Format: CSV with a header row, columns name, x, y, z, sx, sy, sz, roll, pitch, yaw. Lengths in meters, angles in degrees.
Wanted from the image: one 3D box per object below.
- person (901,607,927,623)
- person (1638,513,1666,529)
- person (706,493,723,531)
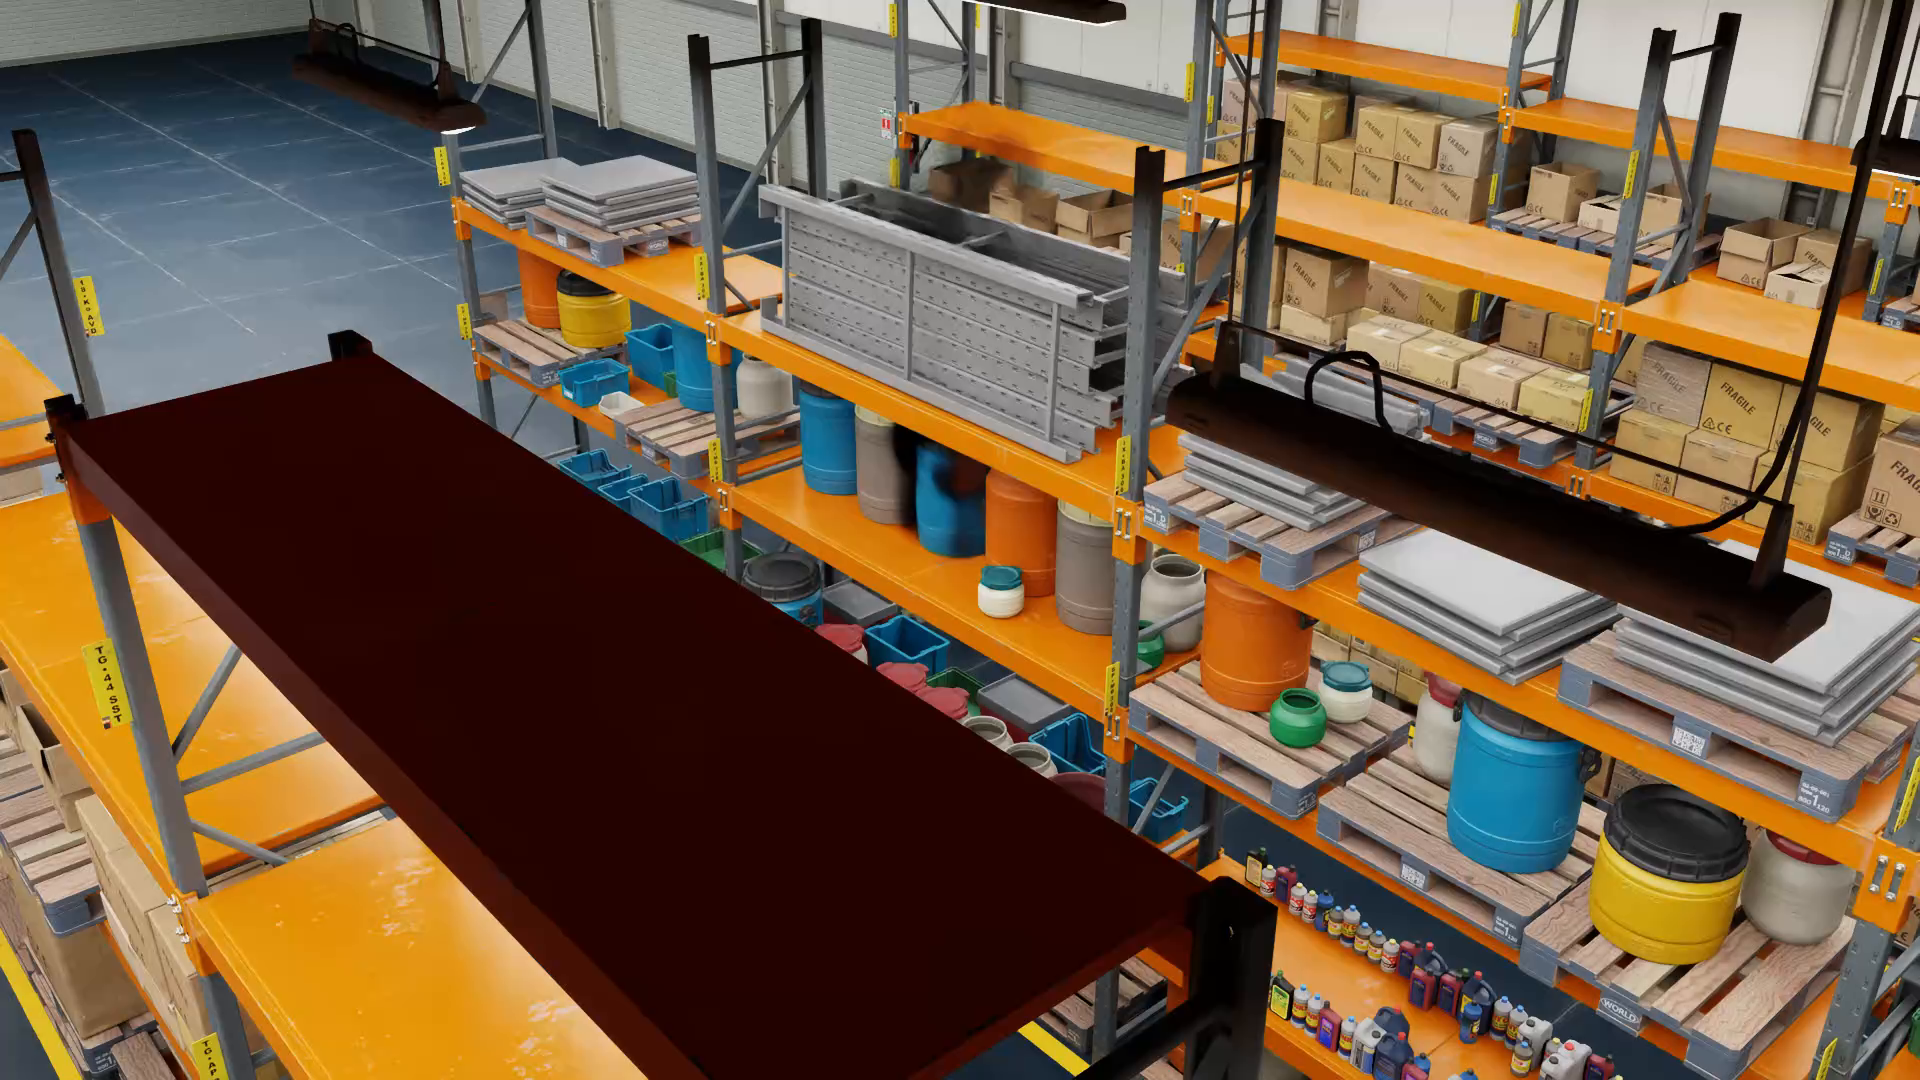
name,x,y,z,sx,sy,sz,roll,pitch,yaw
person,-0.315,0.045,15.569,0.705,1.772,0.775,-24,35,-39
person,6.429,0.030,15.699,0.554,1.661,0.569,23,35,37
person,-2.344,-0.378,16.601,0.548,1.545,0.561,14,30,26
